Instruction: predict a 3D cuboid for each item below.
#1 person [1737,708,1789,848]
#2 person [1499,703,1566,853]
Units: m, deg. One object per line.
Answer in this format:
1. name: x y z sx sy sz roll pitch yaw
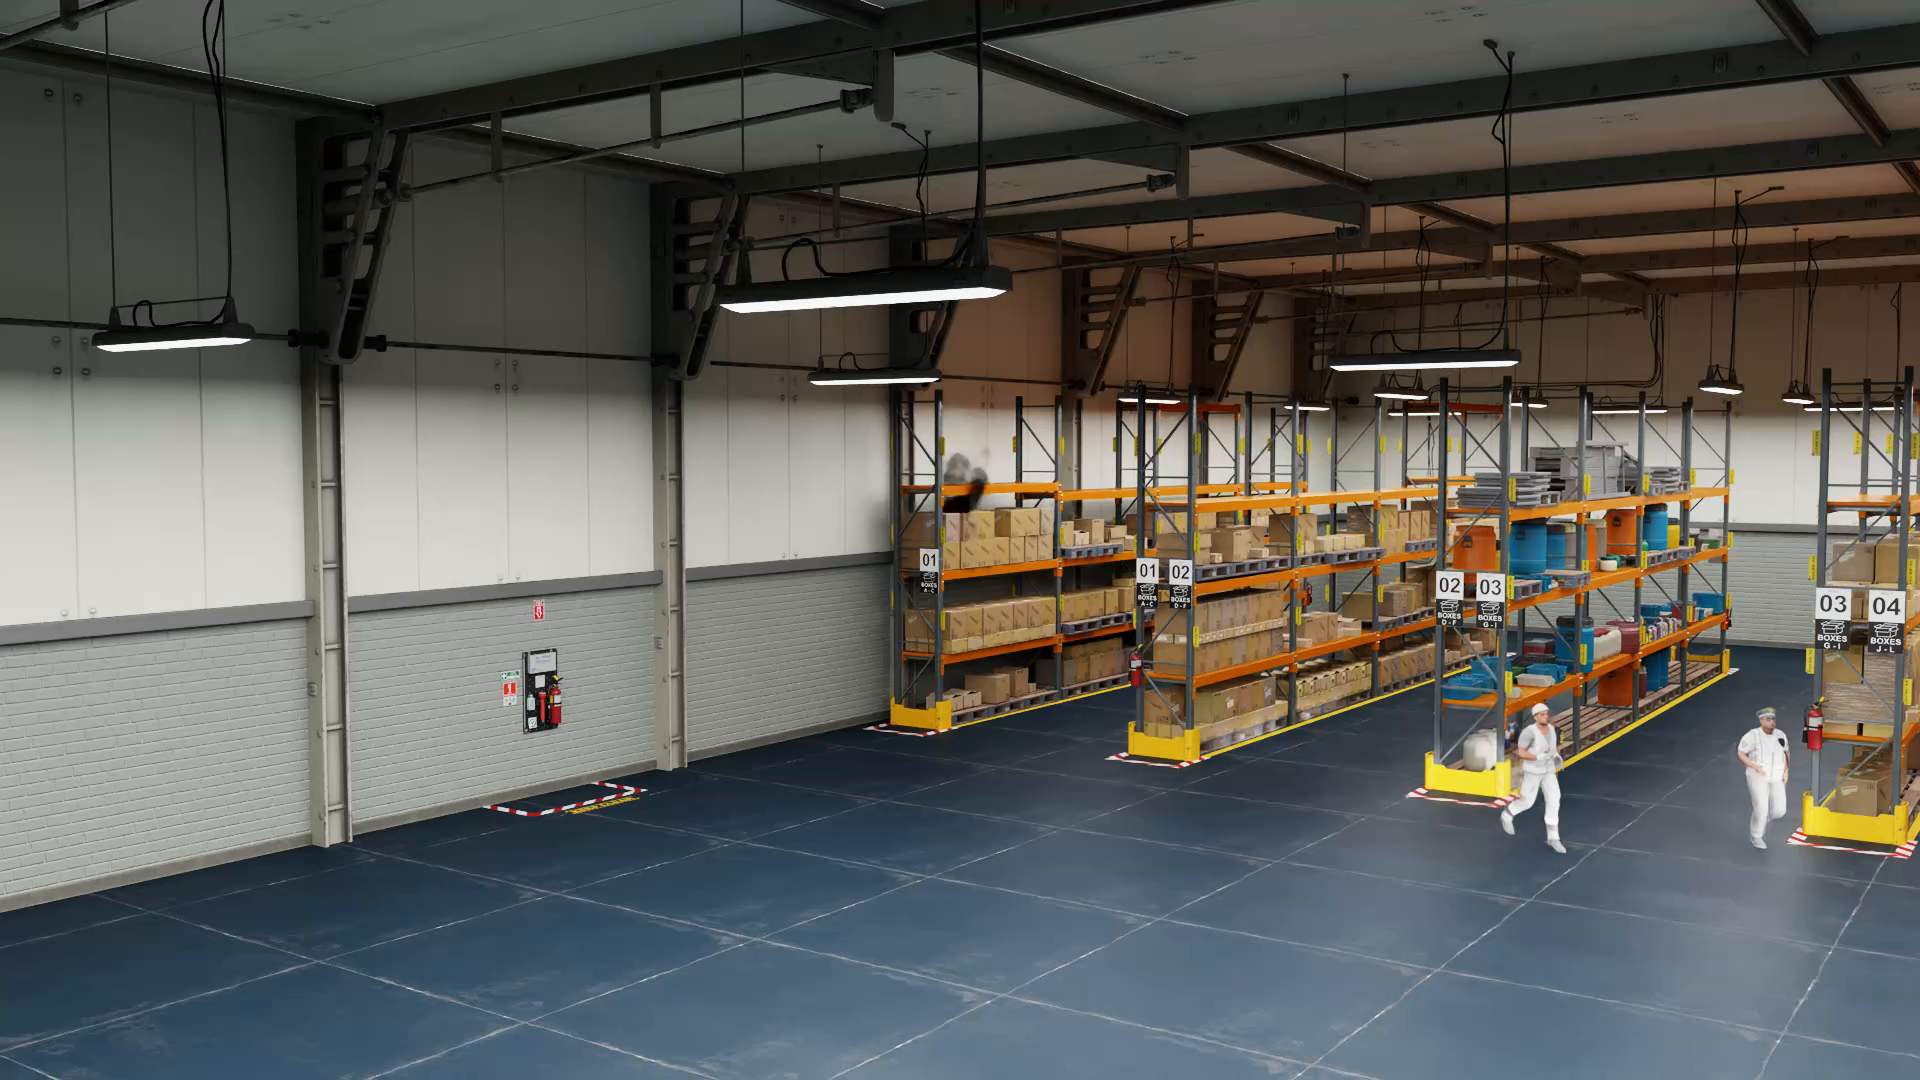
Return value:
1. person: 10.107 2.964 20.839 0.675 1.750 0.592 0 3 1
2. person: 7.229 2.928 20.839 0.671 1.800 1.002 -1 3 -19
